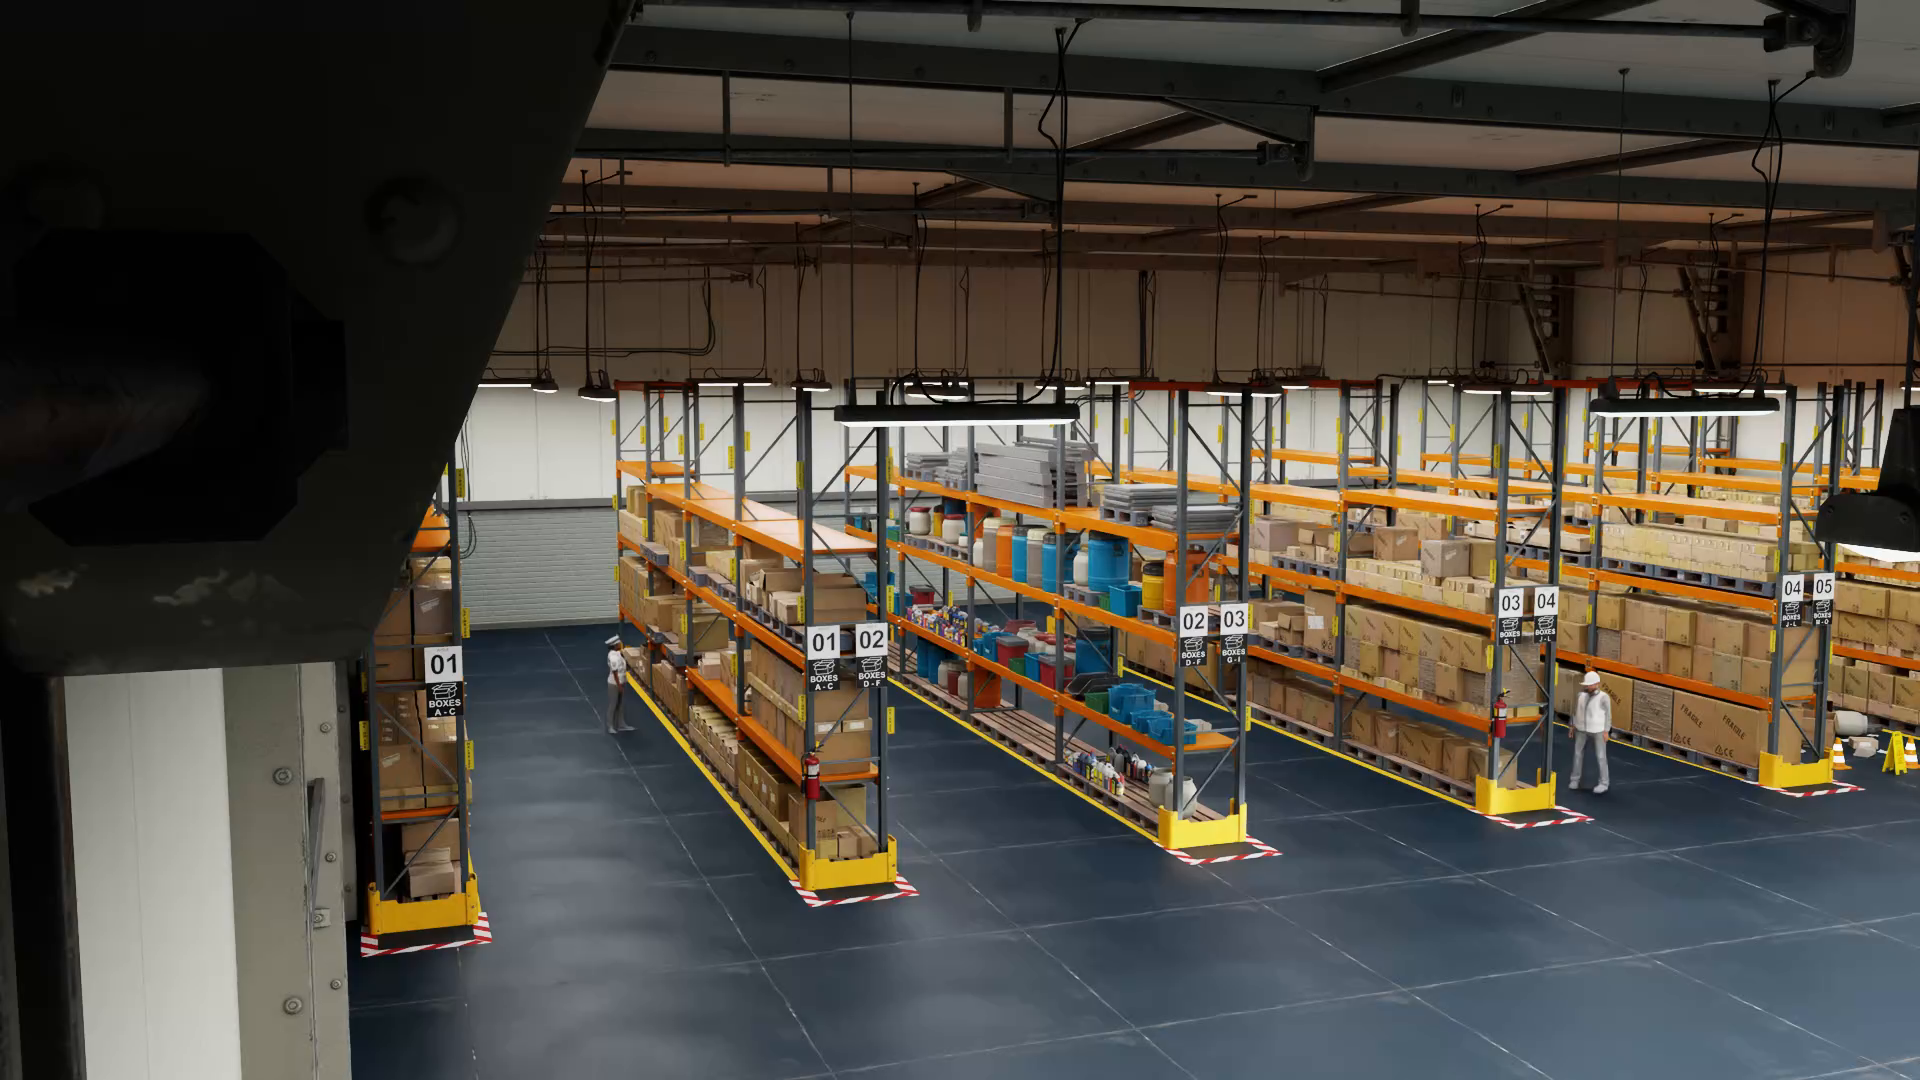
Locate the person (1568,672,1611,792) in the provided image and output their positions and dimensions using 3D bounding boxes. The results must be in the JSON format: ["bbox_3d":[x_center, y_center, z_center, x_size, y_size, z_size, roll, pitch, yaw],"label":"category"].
[{"bbox_3d":[9.343,2.835,24.735,0.605,1.770,0.454,5,8,40],"label":"person"}]

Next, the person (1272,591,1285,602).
[{"bbox_3d":[6.363,1.900,33.715,0.485,1.762,0.607,0,6,-2],"label":"person"}]

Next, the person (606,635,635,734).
[{"bbox_3d":[-5.878,2.476,28.608,0.425,1.694,0.492,1,6,13],"label":"person"}]
